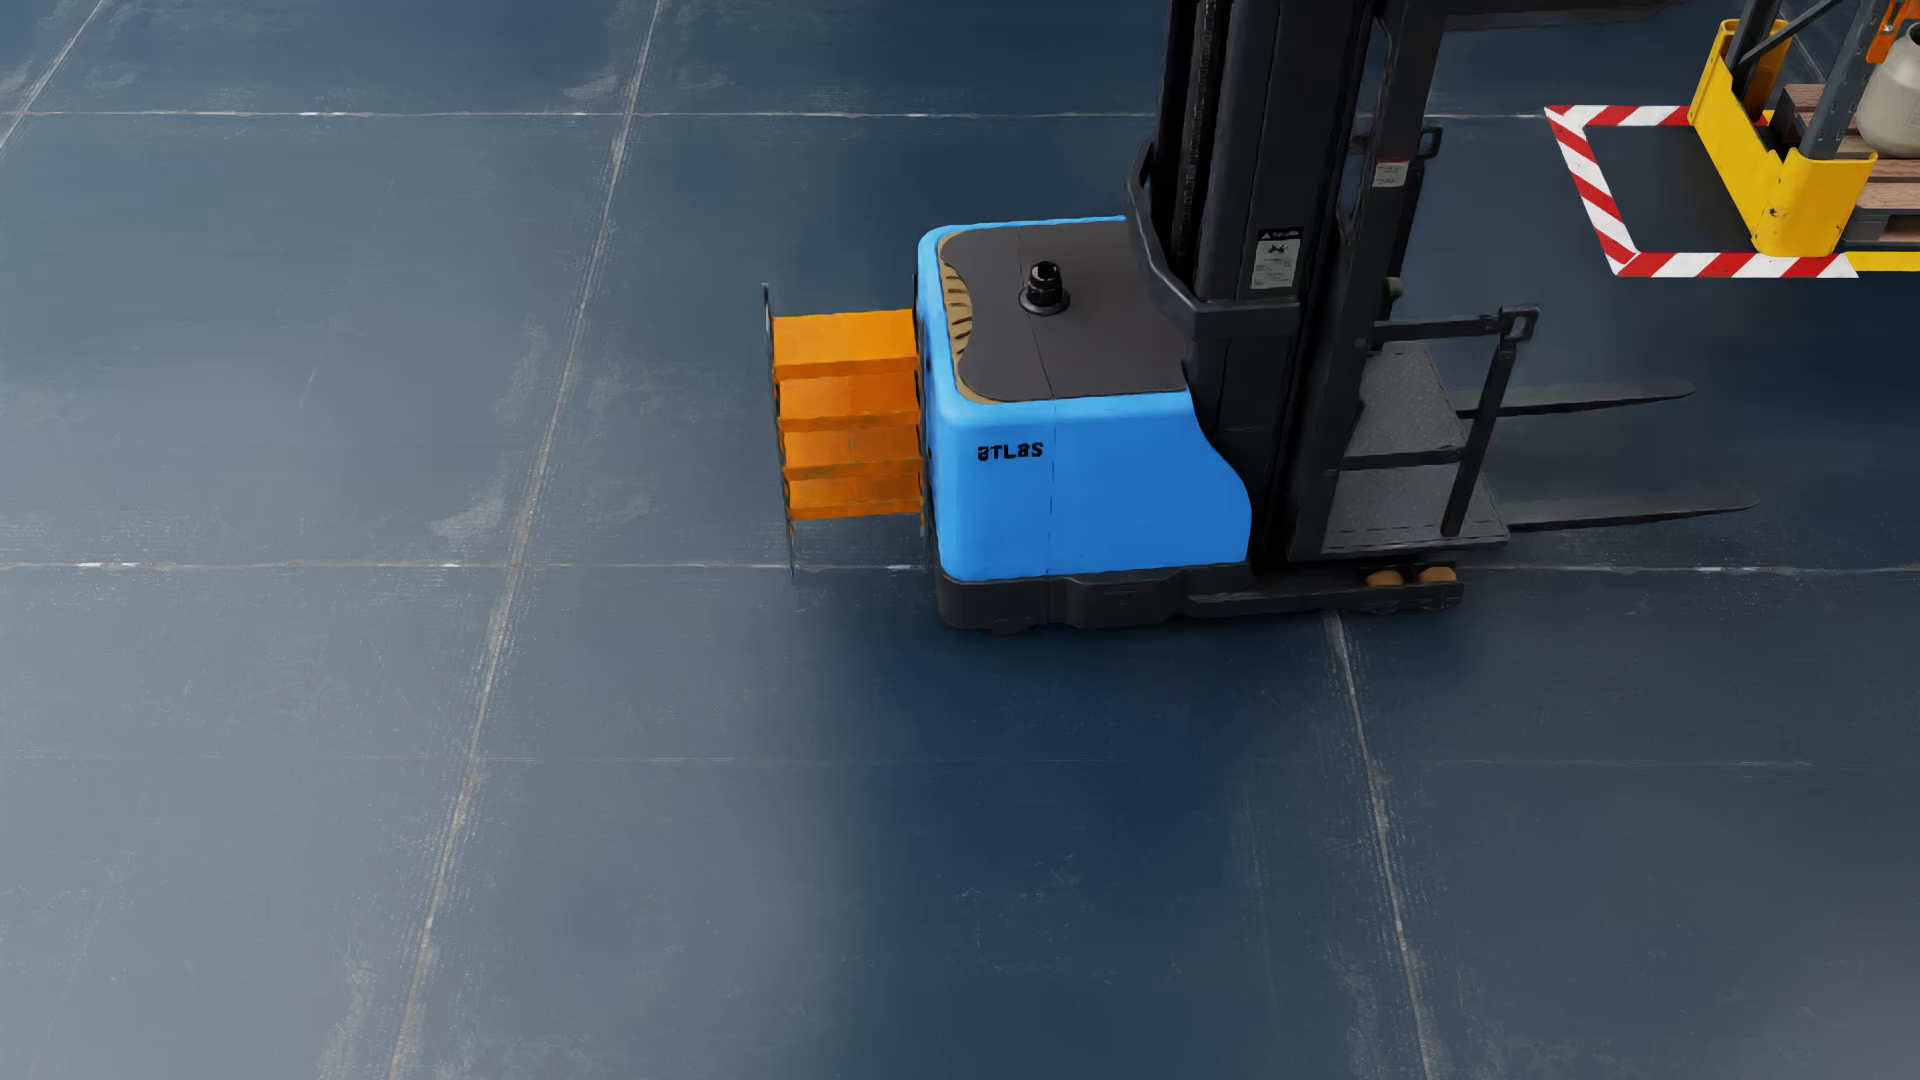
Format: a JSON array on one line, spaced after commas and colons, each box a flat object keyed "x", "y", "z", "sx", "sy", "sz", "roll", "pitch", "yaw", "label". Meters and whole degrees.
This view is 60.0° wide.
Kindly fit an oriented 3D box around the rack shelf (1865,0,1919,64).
[{"x": 5.672, "y": -2.429, "z": 6.953, "sx": 4.000, "sy": 0.370, "sz": 1.077, "roll": 0, "pitch": 47, "yaw": 0, "label": "rack shelf"}]

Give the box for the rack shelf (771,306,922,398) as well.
[{"x": -0.377, "y": -0.619, "z": 5.470, "sx": 0.480, "sy": 0.148, "sz": 0.258, "roll": -4, "pitch": 47, "yaw": -4, "label": "rack shelf"}]

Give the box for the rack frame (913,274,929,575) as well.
[{"x": -0.134, "y": -0.369, "z": 5.774, "sx": 0.015, "sy": 1.200, "sz": 0.240, "roll": -4, "pitch": 47, "yaw": -4, "label": "rack frame"}]

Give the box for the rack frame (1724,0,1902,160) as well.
[{"x": 3.672, "y": -2.680, "z": 6.695, "sx": 0.127, "sy": 3.000, "sz": 1.000, "roll": 0, "pitch": 47, "yaw": 0, "label": "rack frame"}]

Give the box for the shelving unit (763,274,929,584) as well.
[{"x": -0.377, "y": -0.352, "z": 5.758, "sx": 0.503, "sy": 1.200, "sz": 0.258, "roll": -4, "pitch": 47, "yaw": -4, "label": "shelving unit"}]

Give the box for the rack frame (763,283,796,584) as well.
[{"x": -0.620, "y": -0.334, "z": 5.741, "sx": 0.015, "sy": 1.200, "sz": 0.240, "roll": -4, "pitch": 47, "yaw": -4, "label": "rack frame"}]

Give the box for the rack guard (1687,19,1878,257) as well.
[{"x": 3.748, "y": -1.862, "z": 7.642, "sx": 0.348, "sy": 0.500, "sz": 1.175, "roll": 0, "pitch": 47, "yaw": 0, "label": "rack guard"}]

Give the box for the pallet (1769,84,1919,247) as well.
[{"x": 4.561, "y": -1.758, "z": 7.742, "sx": 1.213, "sy": 0.211, "sz": 1.003, "roll": 0, "pitch": 47, "yaw": 0, "label": "pallet"}]

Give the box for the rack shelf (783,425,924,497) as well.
[{"x": -0.377, "y": -0.306, "z": 5.807, "sx": 0.480, "sy": 0.148, "sz": 0.258, "roll": -4, "pitch": 47, "yaw": -4, "label": "rack shelf"}]

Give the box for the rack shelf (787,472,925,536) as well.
[{"x": -0.377, "y": -0.170, "z": 5.952, "sx": 0.480, "sy": 0.148, "sz": 0.258, "roll": -4, "pitch": 47, "yaw": -4, "label": "rack shelf"}]

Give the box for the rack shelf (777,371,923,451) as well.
[{"x": -0.377, "y": -0.458, "z": 5.643, "sx": 0.480, "sy": 0.148, "sz": 0.258, "roll": -4, "pitch": 47, "yaw": -4, "label": "rack shelf"}]

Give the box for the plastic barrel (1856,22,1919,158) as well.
[{"x": 4.331, "y": -2.029, "z": 7.502, "sx": 0.421, "sy": 0.512, "sz": 0.421, "roll": 0, "pitch": 47, "yaw": 0, "label": "plastic barrel"}]

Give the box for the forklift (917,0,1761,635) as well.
[{"x": 1.388, "y": -1.117, "z": 5.287, "sx": 3.031, "sy": 2.935, "sz": 1.130, "roll": -4, "pitch": 47, "yaw": -4, "label": "forklift"}]
